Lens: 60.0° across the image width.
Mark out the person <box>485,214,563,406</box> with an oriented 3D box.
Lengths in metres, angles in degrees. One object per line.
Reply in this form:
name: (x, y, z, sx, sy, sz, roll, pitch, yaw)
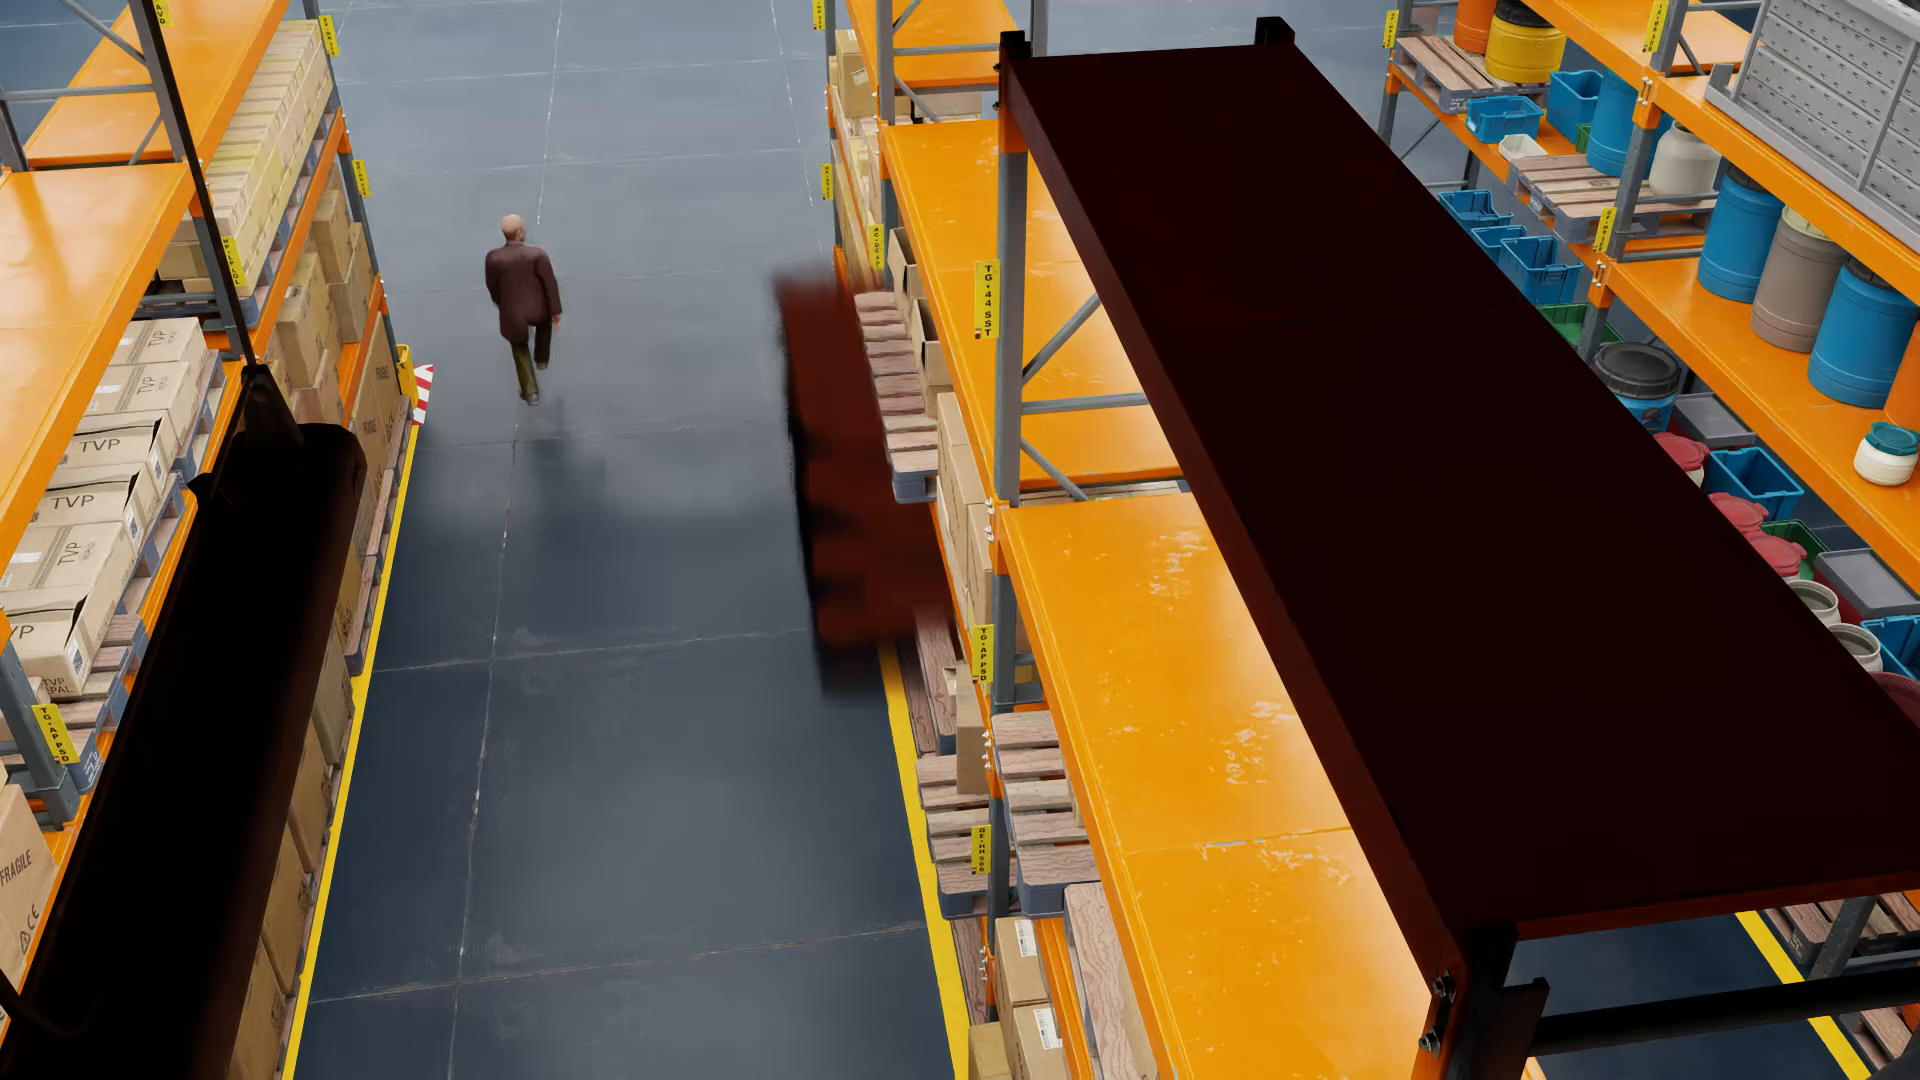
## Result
person: (-3.779, -2.088, 14.466, 0.607, 1.632, 1.012, -8, 37, -10)
